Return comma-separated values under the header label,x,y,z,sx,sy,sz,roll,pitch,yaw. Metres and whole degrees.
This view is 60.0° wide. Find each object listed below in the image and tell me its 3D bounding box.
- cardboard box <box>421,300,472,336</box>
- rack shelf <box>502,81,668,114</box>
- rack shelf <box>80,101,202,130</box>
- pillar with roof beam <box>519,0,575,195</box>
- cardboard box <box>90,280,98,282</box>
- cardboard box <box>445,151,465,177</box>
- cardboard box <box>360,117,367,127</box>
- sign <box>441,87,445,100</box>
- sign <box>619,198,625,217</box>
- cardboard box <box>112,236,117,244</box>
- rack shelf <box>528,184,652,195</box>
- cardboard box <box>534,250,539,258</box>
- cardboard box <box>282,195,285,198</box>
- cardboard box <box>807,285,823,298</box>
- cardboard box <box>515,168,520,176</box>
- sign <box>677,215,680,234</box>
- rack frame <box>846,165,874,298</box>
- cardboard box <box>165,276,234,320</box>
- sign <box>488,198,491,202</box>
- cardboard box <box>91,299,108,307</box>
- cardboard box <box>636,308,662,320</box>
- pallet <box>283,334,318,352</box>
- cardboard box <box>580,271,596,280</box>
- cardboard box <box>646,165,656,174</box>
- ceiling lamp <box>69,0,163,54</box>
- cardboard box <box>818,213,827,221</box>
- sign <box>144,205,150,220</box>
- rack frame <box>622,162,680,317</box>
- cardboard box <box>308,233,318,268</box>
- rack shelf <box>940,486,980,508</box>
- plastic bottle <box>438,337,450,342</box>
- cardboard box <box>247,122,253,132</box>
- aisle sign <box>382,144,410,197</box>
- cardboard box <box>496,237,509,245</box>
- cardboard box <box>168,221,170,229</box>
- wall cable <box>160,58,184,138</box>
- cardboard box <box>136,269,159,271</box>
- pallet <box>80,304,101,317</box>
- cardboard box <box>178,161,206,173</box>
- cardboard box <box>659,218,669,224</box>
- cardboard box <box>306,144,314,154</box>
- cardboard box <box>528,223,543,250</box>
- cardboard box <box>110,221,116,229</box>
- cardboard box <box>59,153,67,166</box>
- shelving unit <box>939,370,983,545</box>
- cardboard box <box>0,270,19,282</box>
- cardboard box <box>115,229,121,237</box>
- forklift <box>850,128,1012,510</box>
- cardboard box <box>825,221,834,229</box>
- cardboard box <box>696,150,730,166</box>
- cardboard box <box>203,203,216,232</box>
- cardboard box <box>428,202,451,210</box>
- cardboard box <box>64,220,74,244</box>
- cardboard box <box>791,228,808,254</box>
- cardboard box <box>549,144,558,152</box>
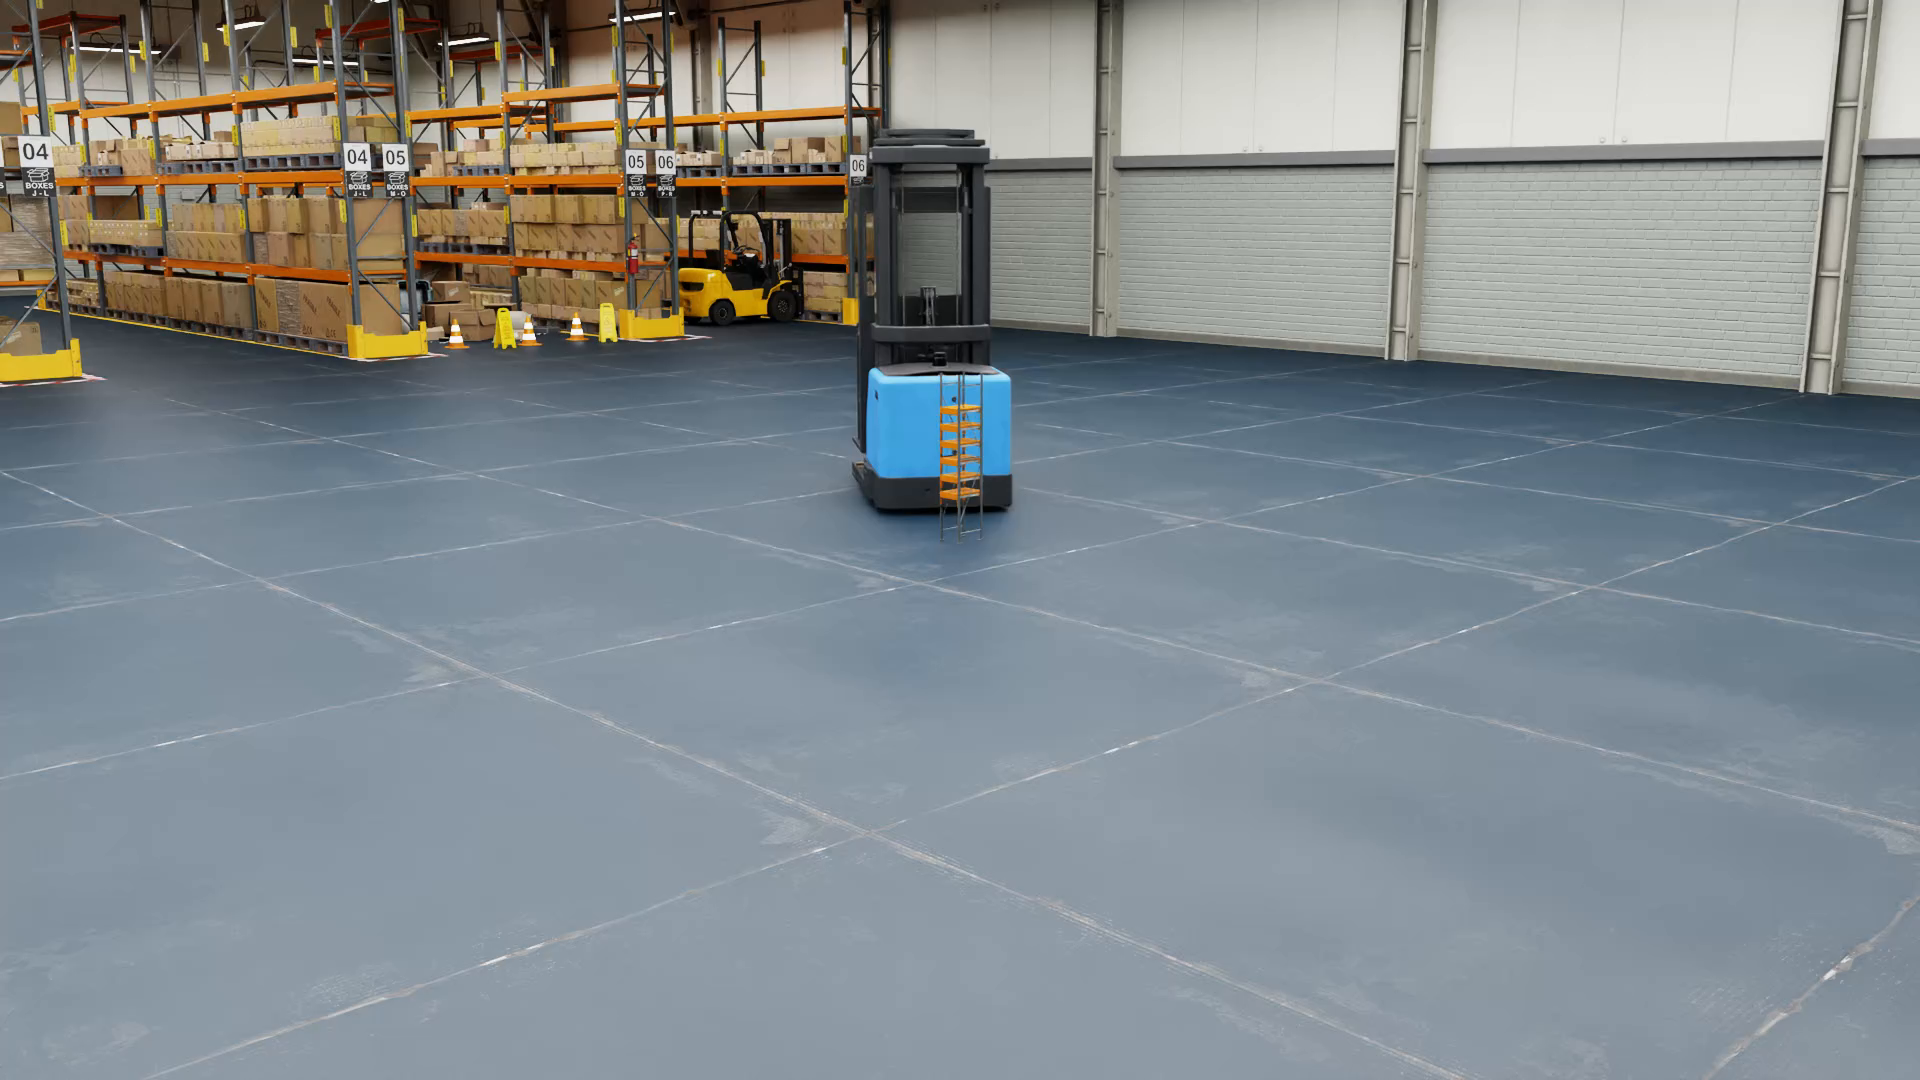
label,x,y,z,sx,sy,sz,roll,pitch,yaw
cardboard box,-9.058,-3.919,29.349,0.797,0.637,0.503,-11,16,-43
rack shelf,-6.743,-7.912,29.806,1.077,0.370,4.000,-11,16,-43
rack shelf,-15.778,-8.181,32.093,1.077,0.370,4.000,-11,16,-43
pillar with roof beam,-13.004,-10.045,38.368,9.100,9.000,0.548,-11,16,-43
cardboard box,-18.509,-5.529,35.863,0.250,0.149,0.380,11,16,43
cardboard box,-9.813,-7.505,33.214,0.797,0.503,0.637,-11,16,-43
cardboard box,-9.045,-6.453,25.722,0.380,0.149,0.250,-11,16,-42
sign,-13.216,-11.422,42.541,0.100,0.325,0.005,-11,16,-43
sign,-5.777,-5.684,28.412,0.100,0.325,0.005,-11,16,-43
cardboard box,-16.314,-5.854,32.474,0.380,0.149,0.250,-11,16,-44
rack shelf,-8.680,-8.305,39.135,1.077,0.370,4.000,-11,16,-43
cardboard box,-7.721,-5.342,31.029,0.380,0.149,0.250,-11,16,-43
cardboard box,-15.623,-7.988,38.917,0.380,0.149,0.250,-11,16,-42
cardboard box,-2.675,-4.934,32.962,0.500,0.250,0.500,-11,16,-43
cardboard box,-8.086,-6.885,31.087,0.380,0.149,0.250,-11,16,-43
sign,-4.970,-5.536,29.201,0.100,0.325,0.005,-11,16,-43
rack frame,-1.774,-5.728,32.282,1.000,3.000,0.127,-11,16,-43
cardboard box,-14.041,-4.501,30.861,1.050,0.750,0.750,-11,16,-43
sign,-12.409,-8.860,43.828,0.100,0.325,0.005,-11,16,-43
cardboard box,-17.676,-4.902,34.295,0.380,0.149,0.250,-11,16,-42
cardboard box,-5.719,-4.051,29.915,0.500,0.250,0.500,-11,16,-43
pallet,-10.319,-3.250,27.161,1.003,0.211,1.213,-11,16,-43
cardboard box,-6.577,-4.742,29.802,0.380,0.149,0.250,-11,16,-42
cardboard box,-5.356,-6.476,29.099,0.380,0.149,0.250,-11,16,-42
ceiling lamp,-20.018,-13.222,39.323,2.000,3.185,0.800,-11,16,-43
cardboard box,-2.567,-6.330,32.608,0.380,0.149,0.250,-10,16,-41
sign,-16.760,-6.728,34.264,0.100,0.325,0.005,-11,16,-43
rack frame,-5.362,-5.036,28.922,1.000,3.000,0.127,-11,16,-43
cardboard box,-9.853,-4.629,26.576,0.875,0.550,0.550,-11,16,-43
rack shelf,0.010,-0.307,11.838,0.258,0.103,0.180,-11,16,-43
plastic bottle,-8.792,-3.419,28.357,0.283,0.061,0.133,6,13,26
cardboard box,-11.452,-6.769,27.257,0.380,0.149,0.250,-11,16,-43
aisle sign,-8.606,-5.636,25.392,0.394,0.787,0.004,-11,16,-43
cardboard box,-8.679,-5.739,31.916,0.380,0.149,0.250,-11,16,-42
cardboard box,-15.112,-6.082,32.104,0.250,0.149,0.380,11,16,43
wall cable,-20.543,-11.100,43.489,0.463,3.000,0.029,-11,16,-43
cardboard box,-16.462,-5.358,33.780,0.500,0.250,0.500,11,16,44
pallet,-17.649,-4.810,34.736,1.003,0.211,1.213,-11,16,-43
cardboard box,-14.599,-7.138,31.441,0.500,0.500,0.500,-11,16,-43
cardboard box,-6.393,-6.988,36.541,0.380,0.149,0.250,-10,16,-41
cardboard box,-9.872,-6.045,25.718,0.380,0.149,0.250,-11,16,-42
cardboard box,-7.658,-5.641,30.875,0.500,0.500,0.500,-11,16,-43
cardboard box,-16.326,-6.147,32.420,0.380,0.149,0.250,-10,15,-40
cardboard box,-18.376,-7.908,34.562,0.500,0.250,0.500,-10,15,-40
shelving unit,0.010,-0.586,11.780,0.258,1.200,0.189,-11,16,-43
cardboard box,-12.875,-3.545,22.306,0.380,0.149,0.250,-11,16,-43
cardboard box,-16.138,-5.962,32.259,0.380,0.149,0.250,-11,16,-44
forklift,-0.332,-1.916,13.949,1.130,2.935,3.031,-2,12,-9
cardboard box,-2.415,-6.140,32.423,0.380,0.149,0.250,-11,16,-42
cardboard box,-5.213,-8.064,35.117,0.500,0.311,0.500,11,16,43
cardboard box,-13.035,-5.748,29.652,0.700,0.500,0.500,-11,16,-43
cardboard box,-11.050,-6.848,34.992,0.500,0.500,0.500,11,16,43
cardboard box,-18.398,-6.457,34.836,0.500,0.500,0.500,-11,16,-43
cardboard box,-3.010,-5.964,33.179,0.500,0.500,0.500,-11,16,-44
cardboard box,-7.204,-7.083,30.068,0.380,0.149,0.250,-11,16,-43
